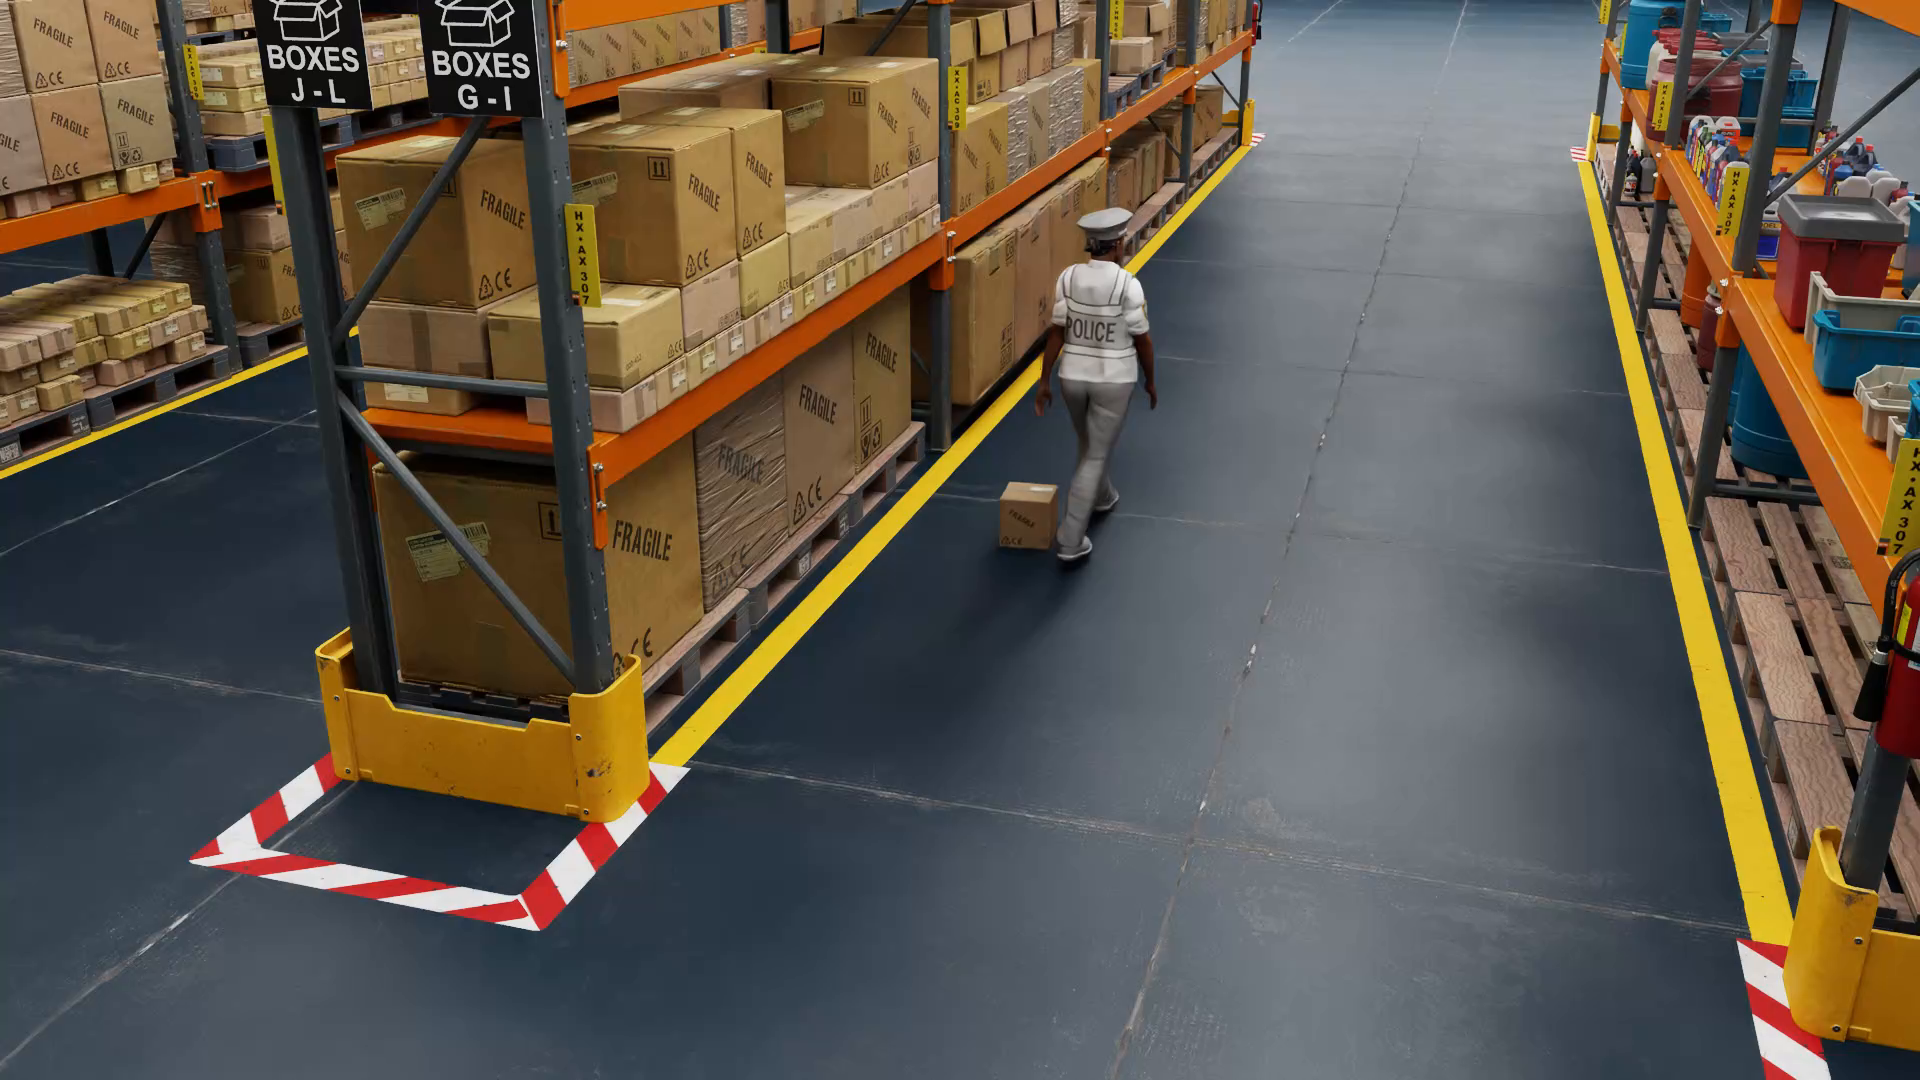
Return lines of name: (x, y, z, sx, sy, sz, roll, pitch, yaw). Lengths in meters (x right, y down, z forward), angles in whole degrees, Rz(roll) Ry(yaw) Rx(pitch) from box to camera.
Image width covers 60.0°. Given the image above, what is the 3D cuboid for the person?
person: (0.700, -0.786, 7.998, 0.499, 1.606, 0.963, 13, 26, 29)
